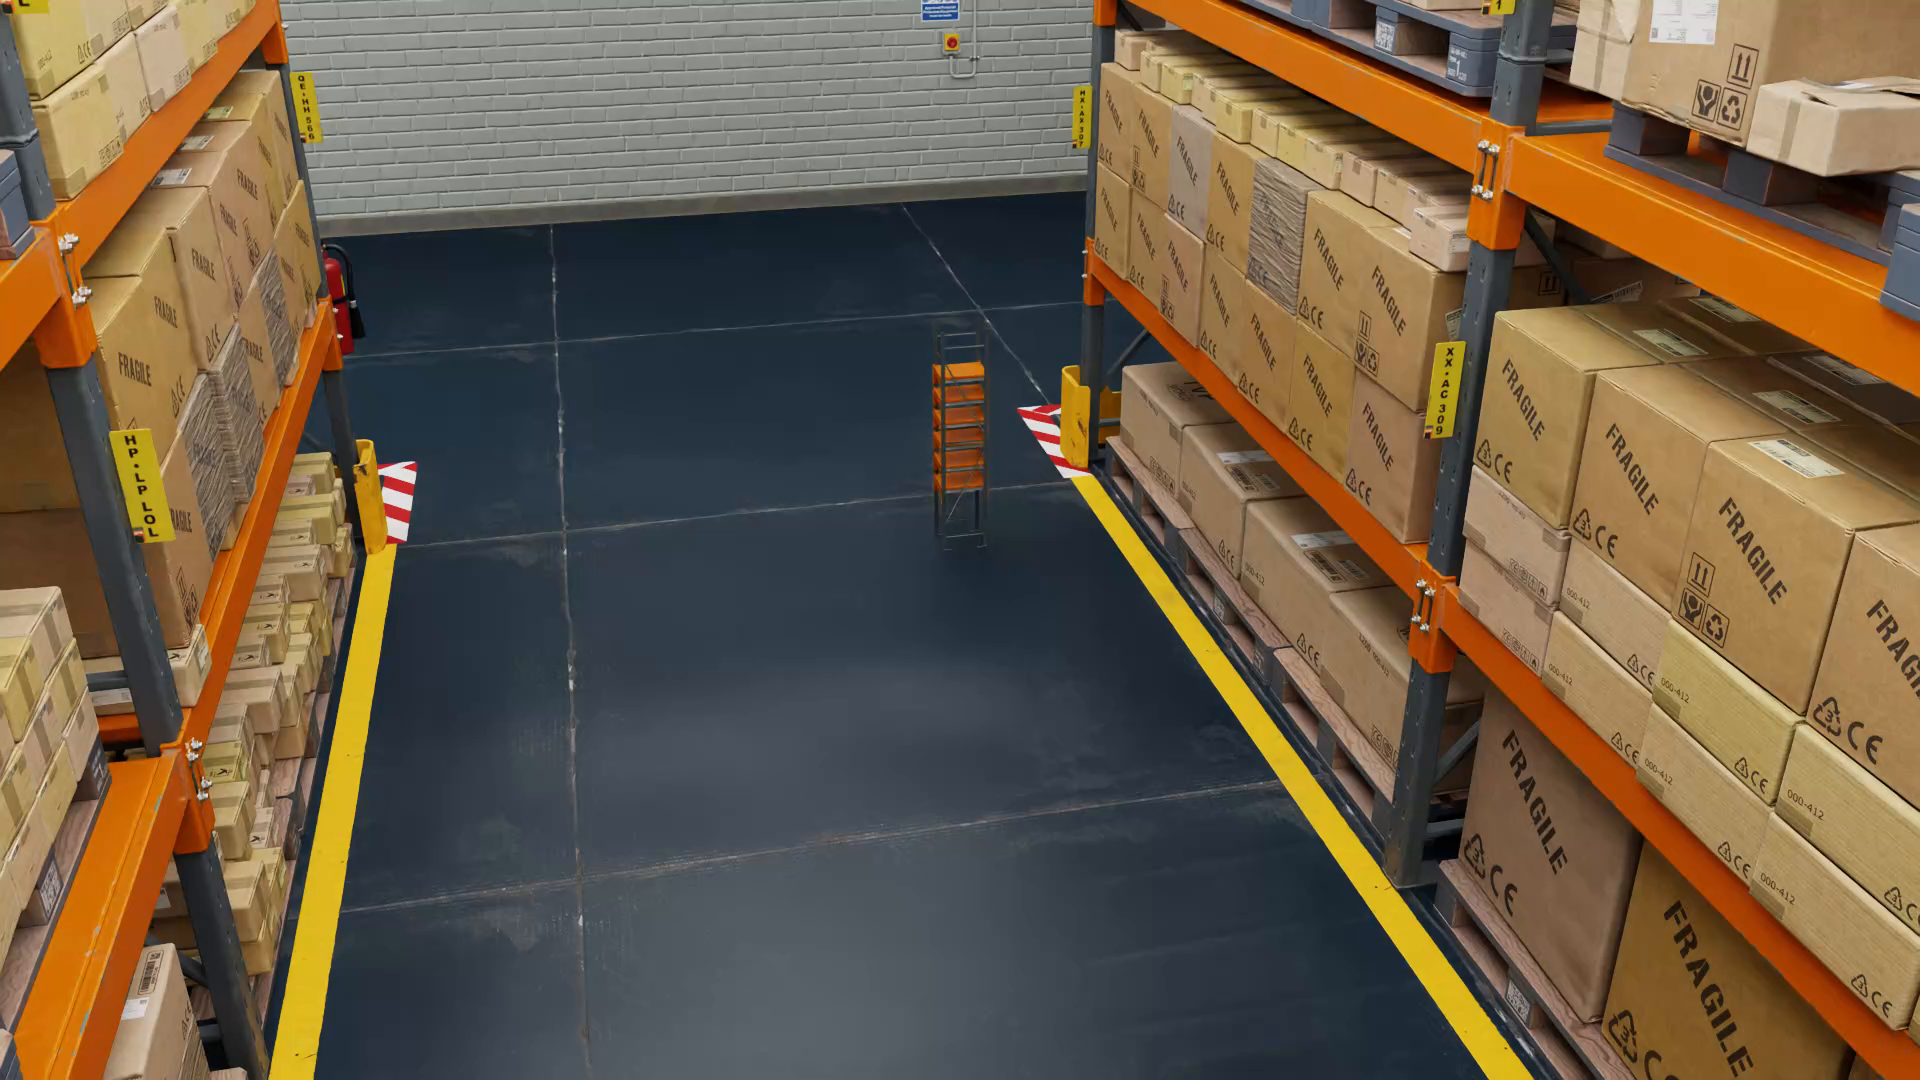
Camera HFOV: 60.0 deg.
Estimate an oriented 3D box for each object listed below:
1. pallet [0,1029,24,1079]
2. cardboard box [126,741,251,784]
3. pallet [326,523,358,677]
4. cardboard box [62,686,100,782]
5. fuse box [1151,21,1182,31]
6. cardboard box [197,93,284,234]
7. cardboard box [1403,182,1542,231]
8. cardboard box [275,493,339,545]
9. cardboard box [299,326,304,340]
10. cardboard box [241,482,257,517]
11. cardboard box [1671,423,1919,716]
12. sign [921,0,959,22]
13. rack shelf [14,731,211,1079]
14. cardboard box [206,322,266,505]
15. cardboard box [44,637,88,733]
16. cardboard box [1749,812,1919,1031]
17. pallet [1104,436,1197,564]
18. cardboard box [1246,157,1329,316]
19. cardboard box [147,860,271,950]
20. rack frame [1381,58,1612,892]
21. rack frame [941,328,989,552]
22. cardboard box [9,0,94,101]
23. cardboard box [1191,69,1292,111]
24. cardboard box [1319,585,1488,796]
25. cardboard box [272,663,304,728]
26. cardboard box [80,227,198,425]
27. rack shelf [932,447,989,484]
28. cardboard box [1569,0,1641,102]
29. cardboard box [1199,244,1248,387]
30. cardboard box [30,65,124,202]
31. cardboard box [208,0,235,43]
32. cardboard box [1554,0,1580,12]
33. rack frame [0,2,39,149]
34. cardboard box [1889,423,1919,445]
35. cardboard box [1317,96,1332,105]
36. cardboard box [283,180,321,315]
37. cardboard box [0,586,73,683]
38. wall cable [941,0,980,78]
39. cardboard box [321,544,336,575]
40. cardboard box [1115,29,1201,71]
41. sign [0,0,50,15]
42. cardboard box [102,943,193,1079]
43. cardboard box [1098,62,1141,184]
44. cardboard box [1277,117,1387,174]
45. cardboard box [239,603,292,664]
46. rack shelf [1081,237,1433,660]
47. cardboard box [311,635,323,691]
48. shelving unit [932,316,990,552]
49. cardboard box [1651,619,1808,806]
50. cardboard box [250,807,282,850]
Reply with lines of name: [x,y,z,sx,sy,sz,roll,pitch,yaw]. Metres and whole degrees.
pallet: [-2.294,1.411,2.839,1.003,0.211,1.213,-6,27,-12]
cardboard box: [-2.695,0.848,5.778,0.380,0.149,0.250,-6,27,-12]
pallet: [-3.446,0.316,7.889,1.003,0.211,1.213,-6,27,-12]
cardboard box: [-2.427,0.513,4.218,0.380,0.149,0.250,-7,28,-13]
fuse box: [1.975,-3.916,14.610,0.539,1.711,0.414,-6,27,-12]
cardboard box: [-3.152,-1.548,6.937,0.500,0.500,0.500,-7,28,-13]
cardboard box: [1.757,-1.123,5.706,0.380,0.149,0.250,-5,27,-10]
cardboard box: [-3.062,-0.079,7.615,0.380,0.149,0.250,-7,28,-13]
cardboard box: [-3.243,-0.983,7.647,0.380,0.149,0.250,-6,27,-12]
cardboard box: [-2.799,-0.185,6.066,0.380,0.149,0.250,-5,27,-9]
cardboard box: [2.161,0.059,4.083,0.500,0.500,0.500,-7,28,-13]
sign: [-0.166,-4.485,14.007,0.327,0.218,0.001,-6,27,-12]
rack shelf: [-2.259,1.633,2.984,1.077,0.370,4.000,-6,27,-12]
cardboard box: [-2.773,-0.428,5.828,0.500,0.500,0.500,-7,28,-13]
cardboard box: [-2.428,0.380,4.150,0.380,0.149,0.250,-5,27,-10]
cardboard box: [2.254,0.848,3.908,0.500,0.250,0.500,-6,27,-12]
pallet: [1.445,-0.281,9.073,1.003,0.211,1.213,-6,27,-12]
cardboard box: [1.484,-1.229,6.636,0.500,0.500,0.500,-6,27,-11]
cardboard box: [-2.480,1.195,5.422,0.380,0.149,0.250,-5,27,-9]
rack frame: [2.090,-0.113,5.645,1.000,3.000,0.127,-6,27,-12]
rack frame: [0.024,-0.489,8.387,0.240,1.200,0.006,-6,27,-12]
cardboard box: [-2.585,-1.297,4.274,0.500,0.250,0.500,-5,27,-10]
cardboard box: [1.262,-2.009,7.460,0.380,0.149,0.250,-6,27,-11]
cardboard box: [2.053,0.557,6.696,0.875,0.438,0.875,-6,27,-12]
cardboard box: [-2.806,0.630,6.540,0.380,0.149,0.250,-6,27,-12]
cardboard box: [-2.706,-0.639,5.136,0.500,0.500,0.500,-7,28,-13]
rack shelf: [0.003,-0.382,8.541,0.258,0.103,0.180,-6,27,-12]
cardboard box: [1.862,-1.325,4.399,0.396,0.266,0.258,-6,27,-12]
cardboard box: [1.384,-1.011,7.314,0.500,0.500,0.500,-5,27,-10]
cardboard box: [-2.557,-1.068,4.375,0.500,0.250,0.500,-5,27,-9]
cardboard box: [-3.030,-1.979,6.180,0.500,0.250,0.500,-5,27,-9]
cardboard box: [2.162,-2.009,5.383,0.500,0.500,0.500,-5,27,-11]
rack frame: [-2.710,-2.244,3.210,1.000,3.000,0.127,-6,27,-12]
cardboard box: [2.654,0.017,4.166,0.500,0.500,0.500,-5,27,-10]
cardboard box: [1.806,-1.958,7.360,0.380,0.149,0.250,-5,27,-10]
cardboard box: [-3.259,-1.328,7.612,0.500,0.500,0.500,-5,27,-11]
cardboard box: [-2.429,0.249,4.080,0.380,0.149,0.250,-5,27,-9]
wall cable: [-0.105,-4.810,13.788,0.585,1.953,0.123,-6,27,-12]
cardboard box: [-3.095,0.061,7.668,0.380,0.149,0.250,-7,28,-14]
cardboard box: [0.999,-2.466,8.366,0.380,0.149,0.250,-5,27,-11]
sign: [-2.170,-1.370,3.795,0.100,0.325,0.005,-6,27,-12]
cardboard box: [-2.296,1.329,4.264,0.500,0.250,0.500,-7,28,-13]
cardboard box: [1.019,-2.120,8.402,0.500,0.500,0.500,-7,28,-13]
cardboard box: [1.484,-1.564,6.580,0.380,0.149,0.250,-7,28,-13]
cardboard box: [-2.913,0.393,6.681,0.380,0.149,0.250,-6,27,-11]
rack shelf: [1.639,-0.670,7.547,1.077,0.370,4.000,-6,27,-12]
cardboard box: [-2.928,0.535,7.059,0.380,0.149,0.250,-5,27,-11]
shelving unit: [0.003,-0.529,8.467,0.258,1.200,0.189,-6,27,-12]
cardboard box: [2.147,0.403,4.235,0.500,0.250,0.500,-6,27,-11]
cardboard box: [-2.645,1.106,5.928,0.380,0.149,0.250,-6,27,-12]
